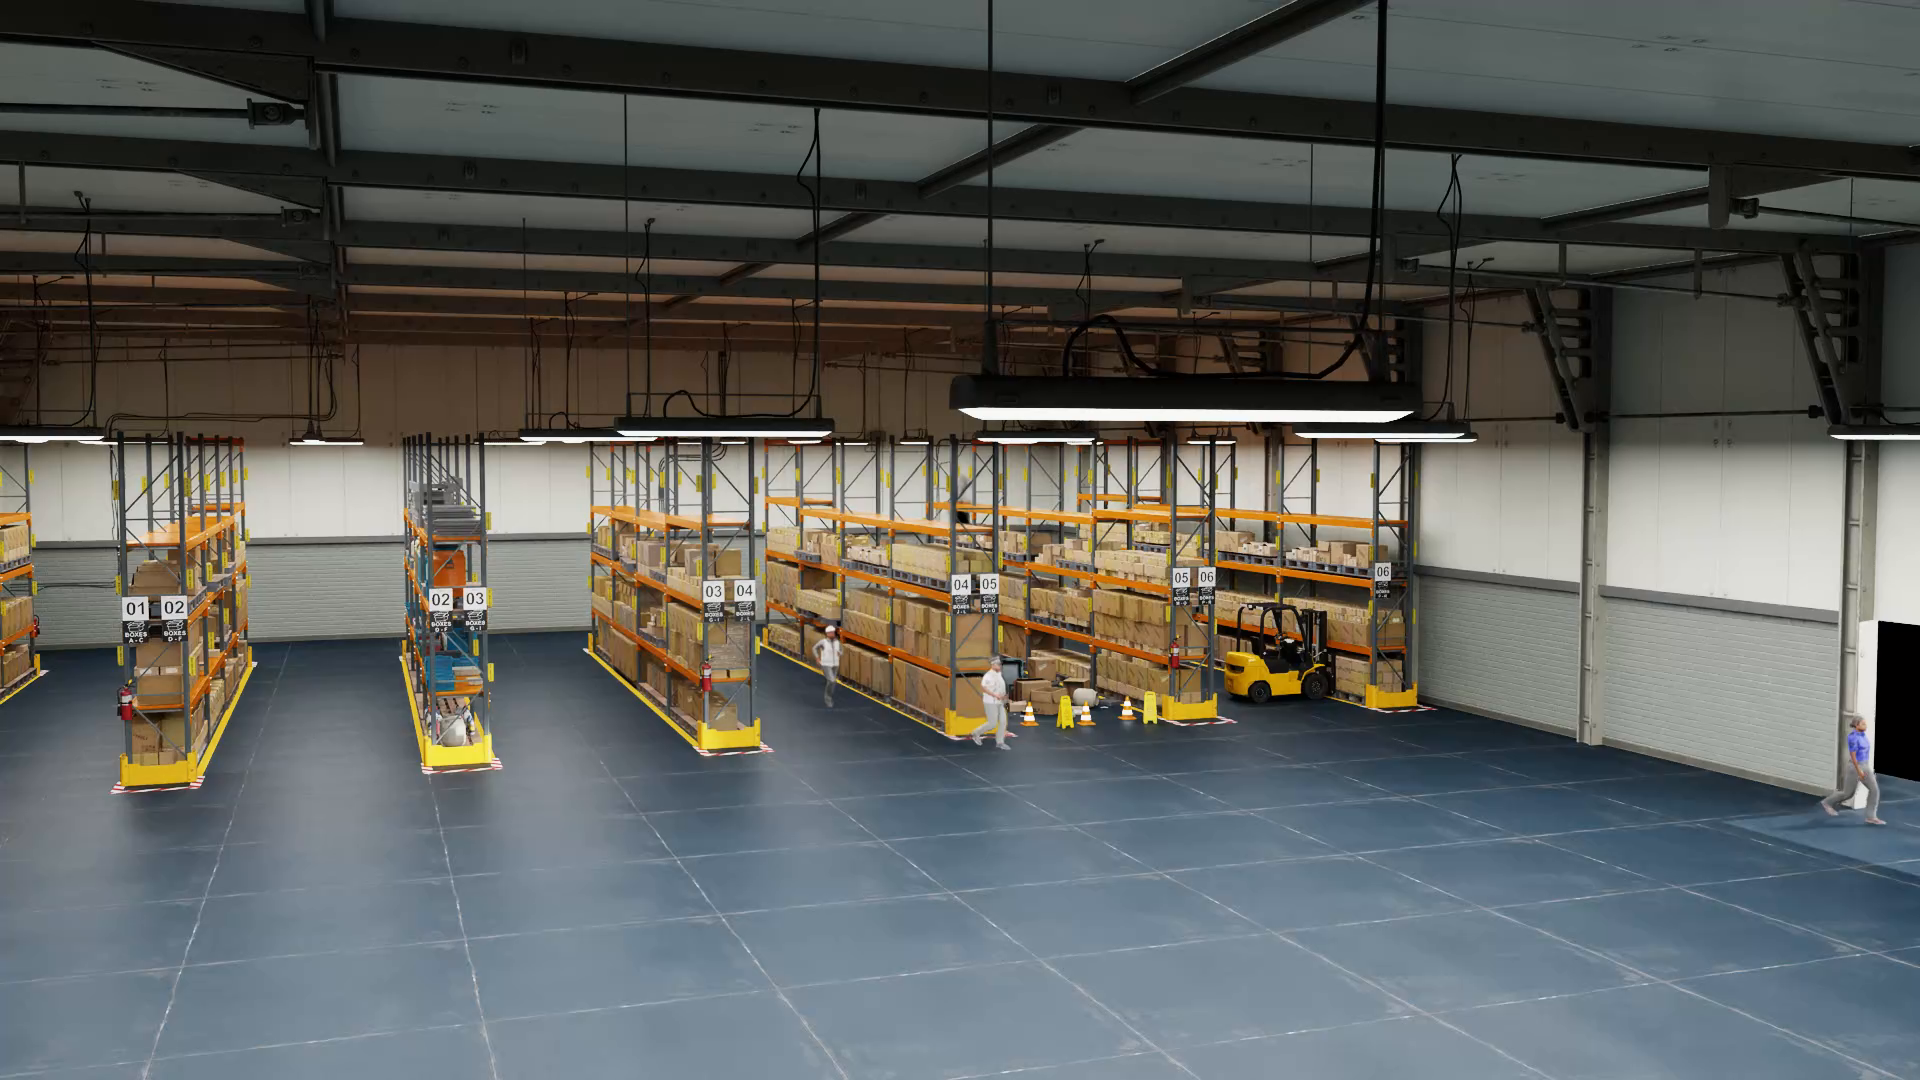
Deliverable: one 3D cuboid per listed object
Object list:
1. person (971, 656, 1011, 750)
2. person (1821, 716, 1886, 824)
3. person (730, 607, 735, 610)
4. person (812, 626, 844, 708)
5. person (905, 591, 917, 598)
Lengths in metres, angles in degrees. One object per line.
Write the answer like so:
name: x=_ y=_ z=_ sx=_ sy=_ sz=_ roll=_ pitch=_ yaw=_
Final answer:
person: x=0.618 y=3.090 z=31.681 sx=0.797 sy=1.784 sz=0.688 roll=2 pitch=4 yaw=29
person: x=13.704 y=3.488 z=25.420 sx=0.429 sy=1.600 sz=0.914 roll=-2 pitch=4 yaw=-29
person: x=-6.696 y=2.260 z=48.647 sx=0.610 sy=1.527 sz=0.660 roll=2 pitch=4 yaw=28
person: x=-2.865 y=2.802 z=36.762 sx=0.638 sy=1.815 sz=0.699 roll=-2 pitch=4 yaw=-37
person: x=-1.480 y=2.009 z=51.093 sx=0.591 sy=1.653 sz=0.579 roll=-2 pitch=4 yaw=-32
